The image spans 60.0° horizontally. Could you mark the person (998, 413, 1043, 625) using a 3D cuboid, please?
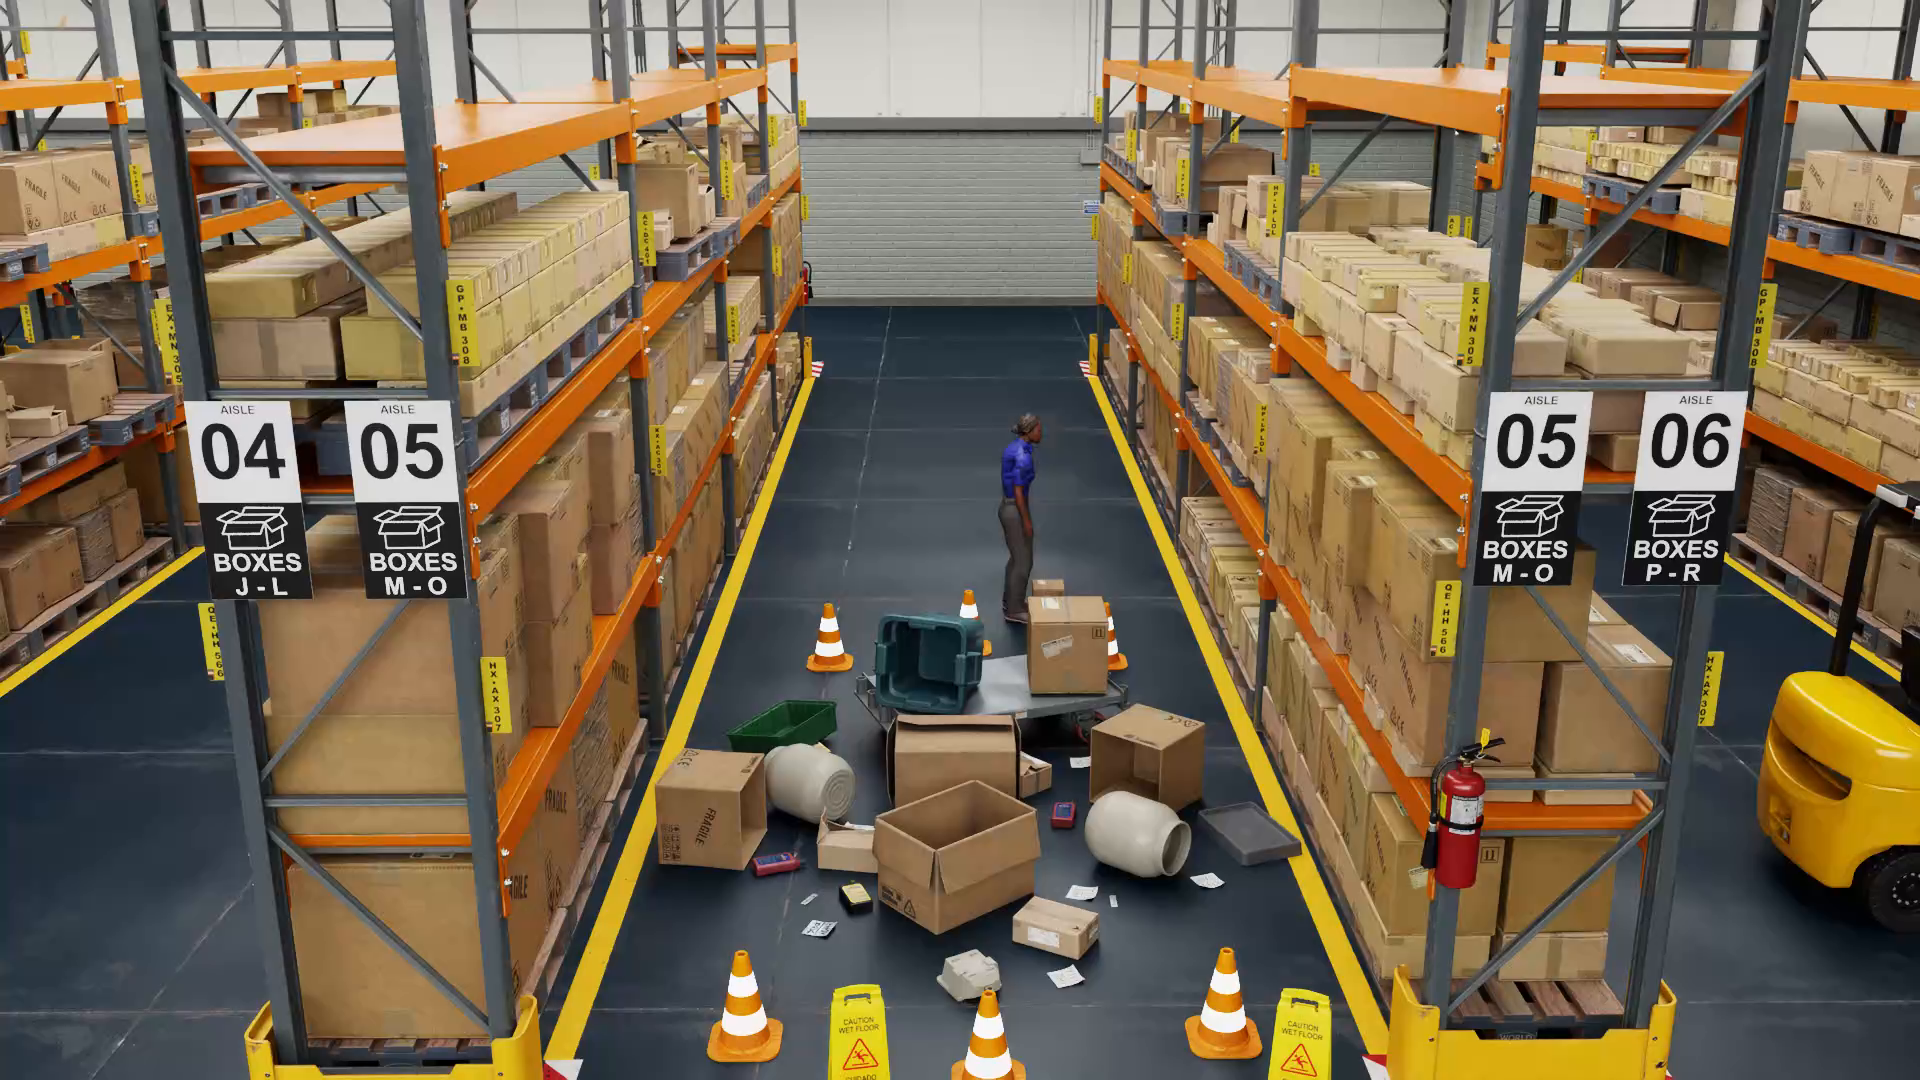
[{"bbox_3d":[0.480,-0.191,13.169,0.349,1.655,0.526,-1,17,-3],"label":"person"}]
